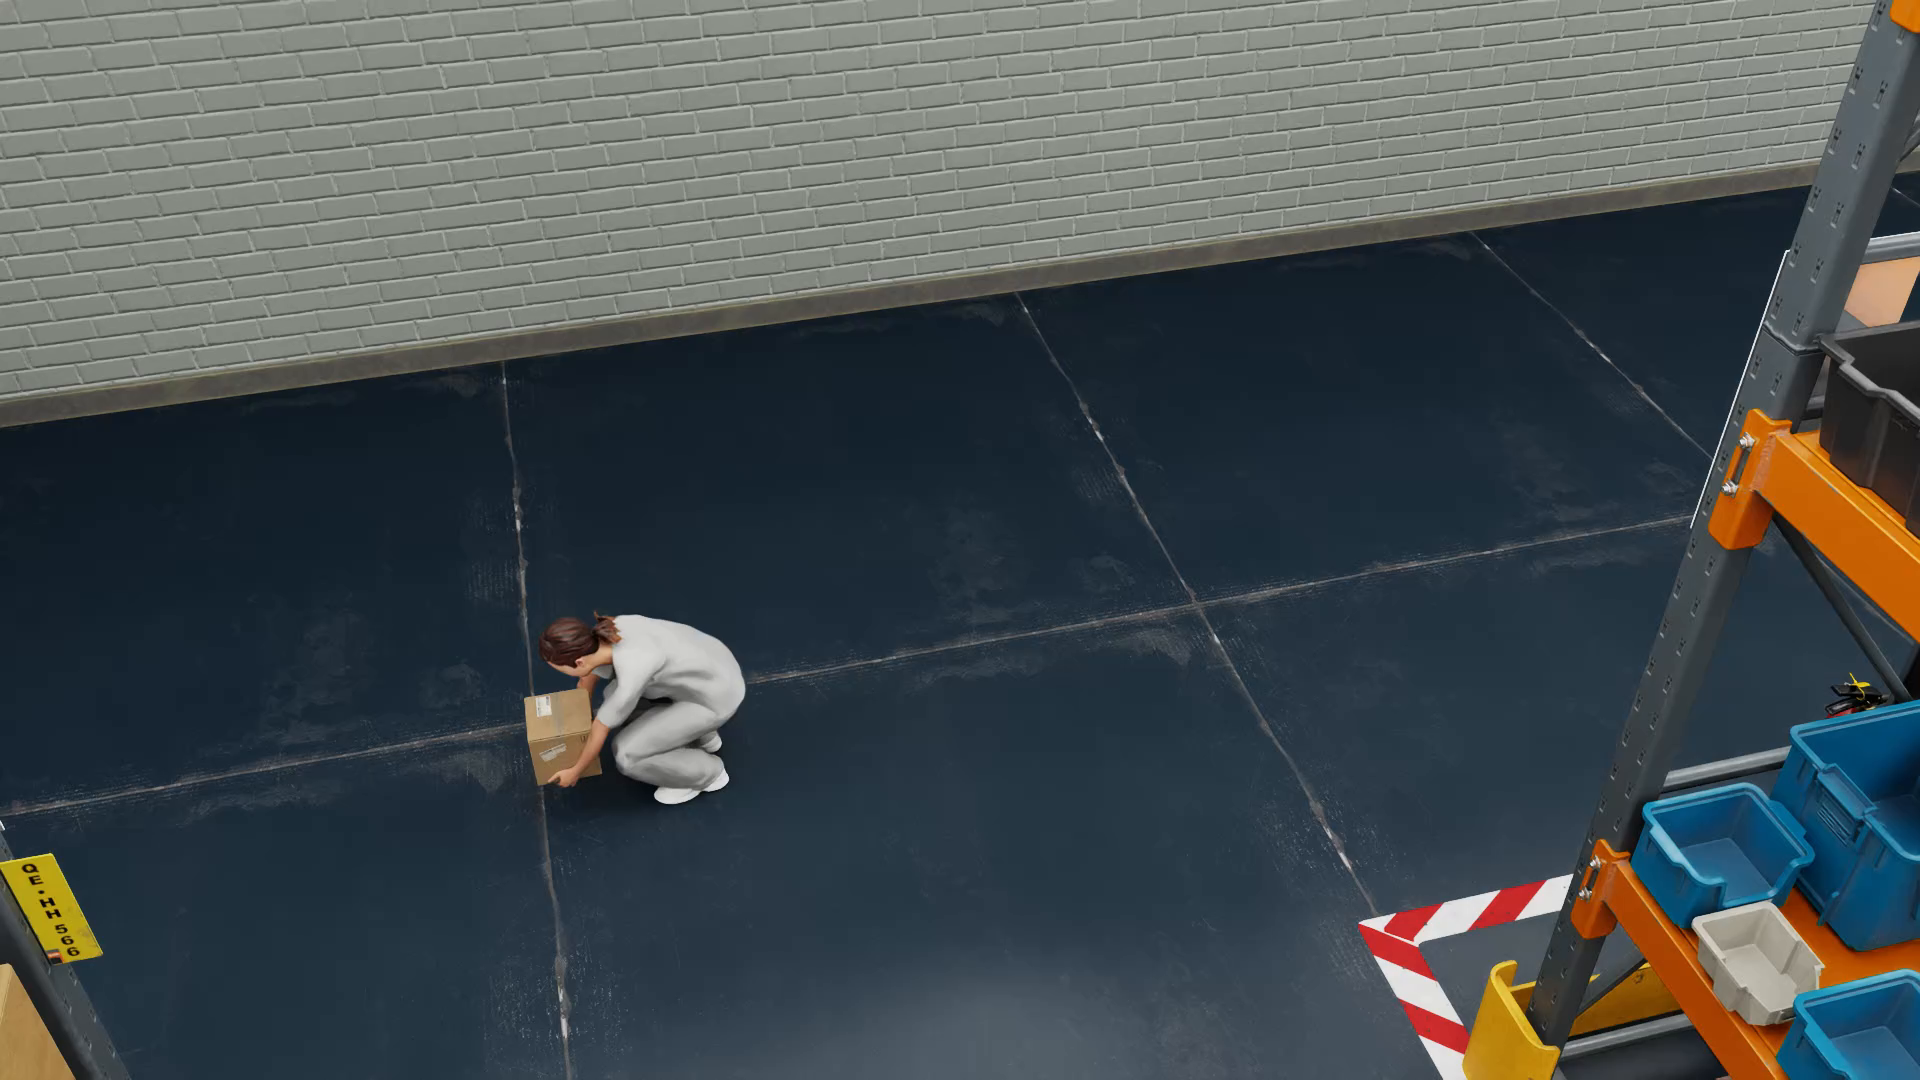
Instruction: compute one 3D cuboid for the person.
[{"bbox_3d":[-1.255,0.628,6.549,0.817,0.905,0.464,-10,39,-13],"label":"person"}]
